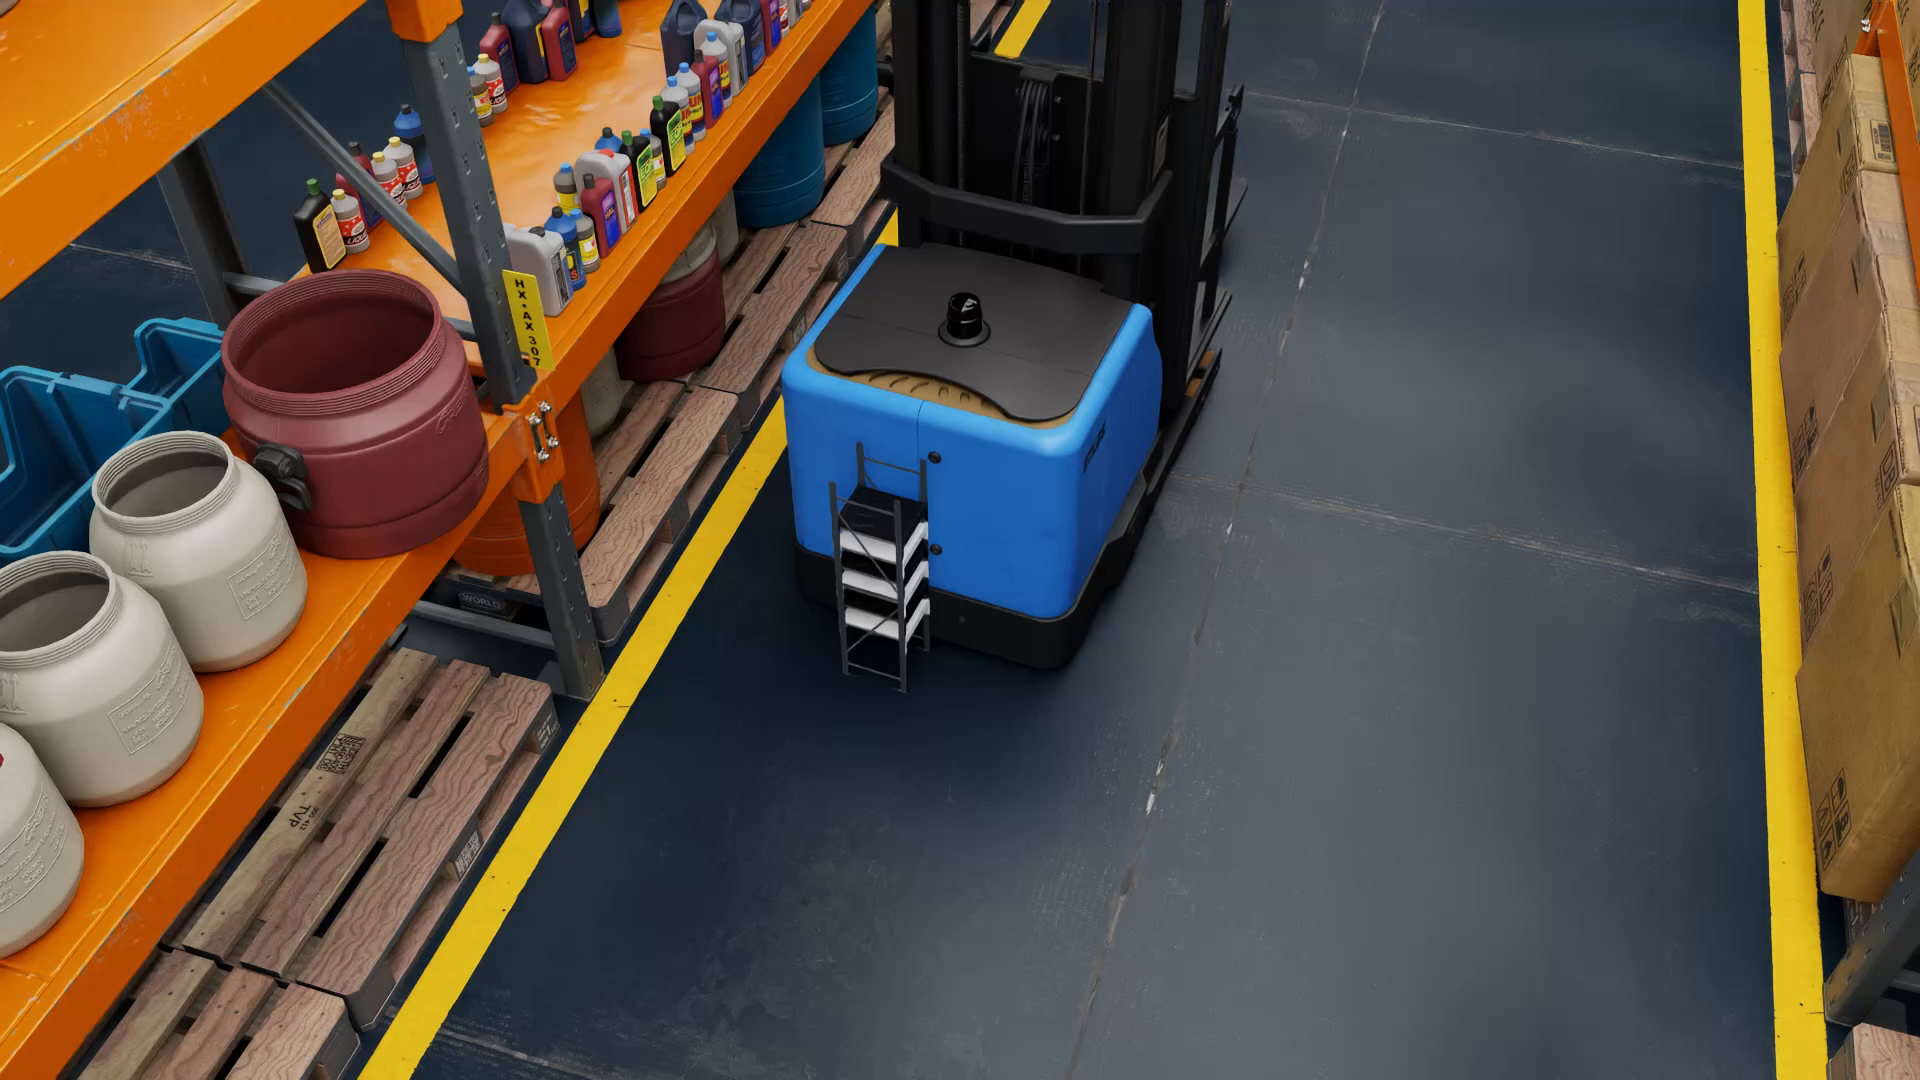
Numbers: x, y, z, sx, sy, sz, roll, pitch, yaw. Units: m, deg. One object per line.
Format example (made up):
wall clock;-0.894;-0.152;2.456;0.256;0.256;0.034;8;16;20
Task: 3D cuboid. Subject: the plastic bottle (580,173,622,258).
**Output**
plastic bottle;-1.137;-1.046;5.258;0.061;0.283;0.133;13;46;13

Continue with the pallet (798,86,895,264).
pallet;-0.782;-1.823;7.962;1.003;0.211;1.213;13;46;13

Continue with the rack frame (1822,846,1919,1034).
rack frame;3.001;0.391;3.706;1.000;3.000;0.127;13;46;13

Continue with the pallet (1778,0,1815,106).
pallet;4.885;-2.585;8.741;1.003;0.211;1.213;13;46;12

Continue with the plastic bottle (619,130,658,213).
plastic bottle;-1.056;-1.225;5.440;0.061;0.283;0.133;13;46;13

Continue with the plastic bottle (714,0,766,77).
plastic bottle;-0.808;-1.891;6.073;0.144;0.351;0.185;13;46;13

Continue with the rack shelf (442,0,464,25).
rack shelf;-1.114;-2.807;5.343;1.077;0.370;4.000;13;46;13

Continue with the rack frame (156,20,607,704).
rack frame;-1.720;-0.658;4.778;1.000;3.000;0.127;13;46;13

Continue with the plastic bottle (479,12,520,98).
plastic bottle;-1.658;-1.739;5.965;0.061;0.283;0.133;13;46;13

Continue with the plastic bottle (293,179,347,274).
plastic bottle;-2.004;-0.977;5.187;0.061;0.283;0.133;13;46;13

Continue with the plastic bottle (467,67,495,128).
plastic bottle;-1.705;-1.564;5.845;0.097;0.201;0.097;0;44;0

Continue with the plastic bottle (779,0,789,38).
plastic bottle;-0.703;-2.015;6.307;0.097;0.201;0.097;0;44;0

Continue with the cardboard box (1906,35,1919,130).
cardboard box;3.683;-1.722;5.794;0.500;0.500;0.500;13;46;13

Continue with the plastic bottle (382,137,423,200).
plastic bottle;-1.852;-1.239;5.514;0.097;0.201;0.097;0;44;0

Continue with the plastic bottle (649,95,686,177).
plastic bottle;-0.986;-1.379;5.597;0.061;0.283;0.133;13;46;13

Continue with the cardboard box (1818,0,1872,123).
cardboard box;4.488;-2.089;7.459;0.875;0.875;0.875;13;46;13

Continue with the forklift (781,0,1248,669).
forklift;0.435;-1.651;5.841;1.130;2.935;3.031;16;47;16

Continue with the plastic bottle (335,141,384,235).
plastic bottle;-1.934;-1.131;5.344;0.061;0.283;0.133;13;46;13

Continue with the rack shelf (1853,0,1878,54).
rack shelf;4.818;-3.352;8.045;1.077;0.370;4.000;13;46;13

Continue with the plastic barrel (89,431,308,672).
plastic barrel;-1.828;0.033;3.992;0.421;0.512;0.421;0;44;0

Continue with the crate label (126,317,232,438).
crate label;-2.204;-0.397;4.631;0.303;0.233;0.416;13;46;13

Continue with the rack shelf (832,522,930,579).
rack shelf;-0.256;0.002;5.395;0.258;0.077;0.200;16;47;16

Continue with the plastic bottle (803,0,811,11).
plastic bottle;-0.633;-2.170;6.465;0.097;0.201;0.097;0;44;0

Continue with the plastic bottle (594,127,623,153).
plastic bottle;-1.137;-1.225;5.449;0.097;0.271;0.097;0;44;0

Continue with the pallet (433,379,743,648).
pallet;-1.521;-0.196;6.299;1.003;0.211;1.213;13;46;13

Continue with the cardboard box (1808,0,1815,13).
cardboard box;5.030;-3.282;8.679;0.875;0.875;0.875;13;46;13

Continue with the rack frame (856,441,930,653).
rack frame;-0.217;0.041;5.565;0.240;0.900;0.006;16;47;16

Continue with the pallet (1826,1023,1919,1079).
pallet;2.763;1.908;4.149;1.003;0.211;1.213;13;46;13

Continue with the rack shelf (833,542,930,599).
rack shelf;-0.256;0.066;5.458;0.258;0.077;0.200;16;47;16

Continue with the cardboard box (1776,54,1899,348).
cardboard box;4.037;-1.235;6.587;1.225;0.875;0.875;13;46;13

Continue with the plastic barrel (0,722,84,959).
plastic barrel;-2.079;0.591;3.405;0.433;0.535;0.433;0;44;0

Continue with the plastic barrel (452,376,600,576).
plastic barrel;-1.588;-0.363;5.727;0.600;0.830;0.708;13;46;13

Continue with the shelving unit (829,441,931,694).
shelving unit;-0.256;0.107;5.498;0.258;0.900;0.210;16;47;16

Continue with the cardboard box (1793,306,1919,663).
cardboard box;3.507;-0.048;5.373;1.225;0.875;0.875;13;46;13

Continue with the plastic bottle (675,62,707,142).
plastic bottle;-0.939;-1.520;5.751;0.097;0.271;0.097;0;44;0

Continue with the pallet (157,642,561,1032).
pallet;-1.991;0.846;5.234;1.003;0.211;1.213;13;46;13

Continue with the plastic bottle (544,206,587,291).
plastic bottle;-1.219;-0.904;5.121;0.097;0.271;0.097;0;44;0

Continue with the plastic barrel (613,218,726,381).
plastic barrel;-1.246;-1.029;6.581;0.600;0.588;0.708;13;46;13

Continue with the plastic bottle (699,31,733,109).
plastic bottle;-0.870;-1.674;5.908;0.097;0.271;0.097;0;44;0

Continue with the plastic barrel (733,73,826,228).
plastic barrel;-0.904;-1.894;7.241;0.600;0.901;0.708;13;46;13

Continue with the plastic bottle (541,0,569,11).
plastic bottle;-1.503;-1.938;6.169;0.061;0.283;0.133;13;46;13

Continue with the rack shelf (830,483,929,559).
rack shelf;-0.256;-0.063;5.332;0.258;0.077;0.200;16;47;16

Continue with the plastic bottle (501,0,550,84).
plastic bottle;-1.570;-1.860;6.041;0.144;0.351;0.185;13;46;13

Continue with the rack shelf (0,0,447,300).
rack shelf;-2.325;-0.140;2.618;1.077;0.370;4.000;13;46;13

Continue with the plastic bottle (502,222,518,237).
plastic bottle;-1.425;-0.866;5.079;0.152;0.276;0.135;13;46;13

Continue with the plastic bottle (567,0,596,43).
plastic bottle;-1.473;-2.072;6.258;0.144;0.351;0.185;13;46;13
